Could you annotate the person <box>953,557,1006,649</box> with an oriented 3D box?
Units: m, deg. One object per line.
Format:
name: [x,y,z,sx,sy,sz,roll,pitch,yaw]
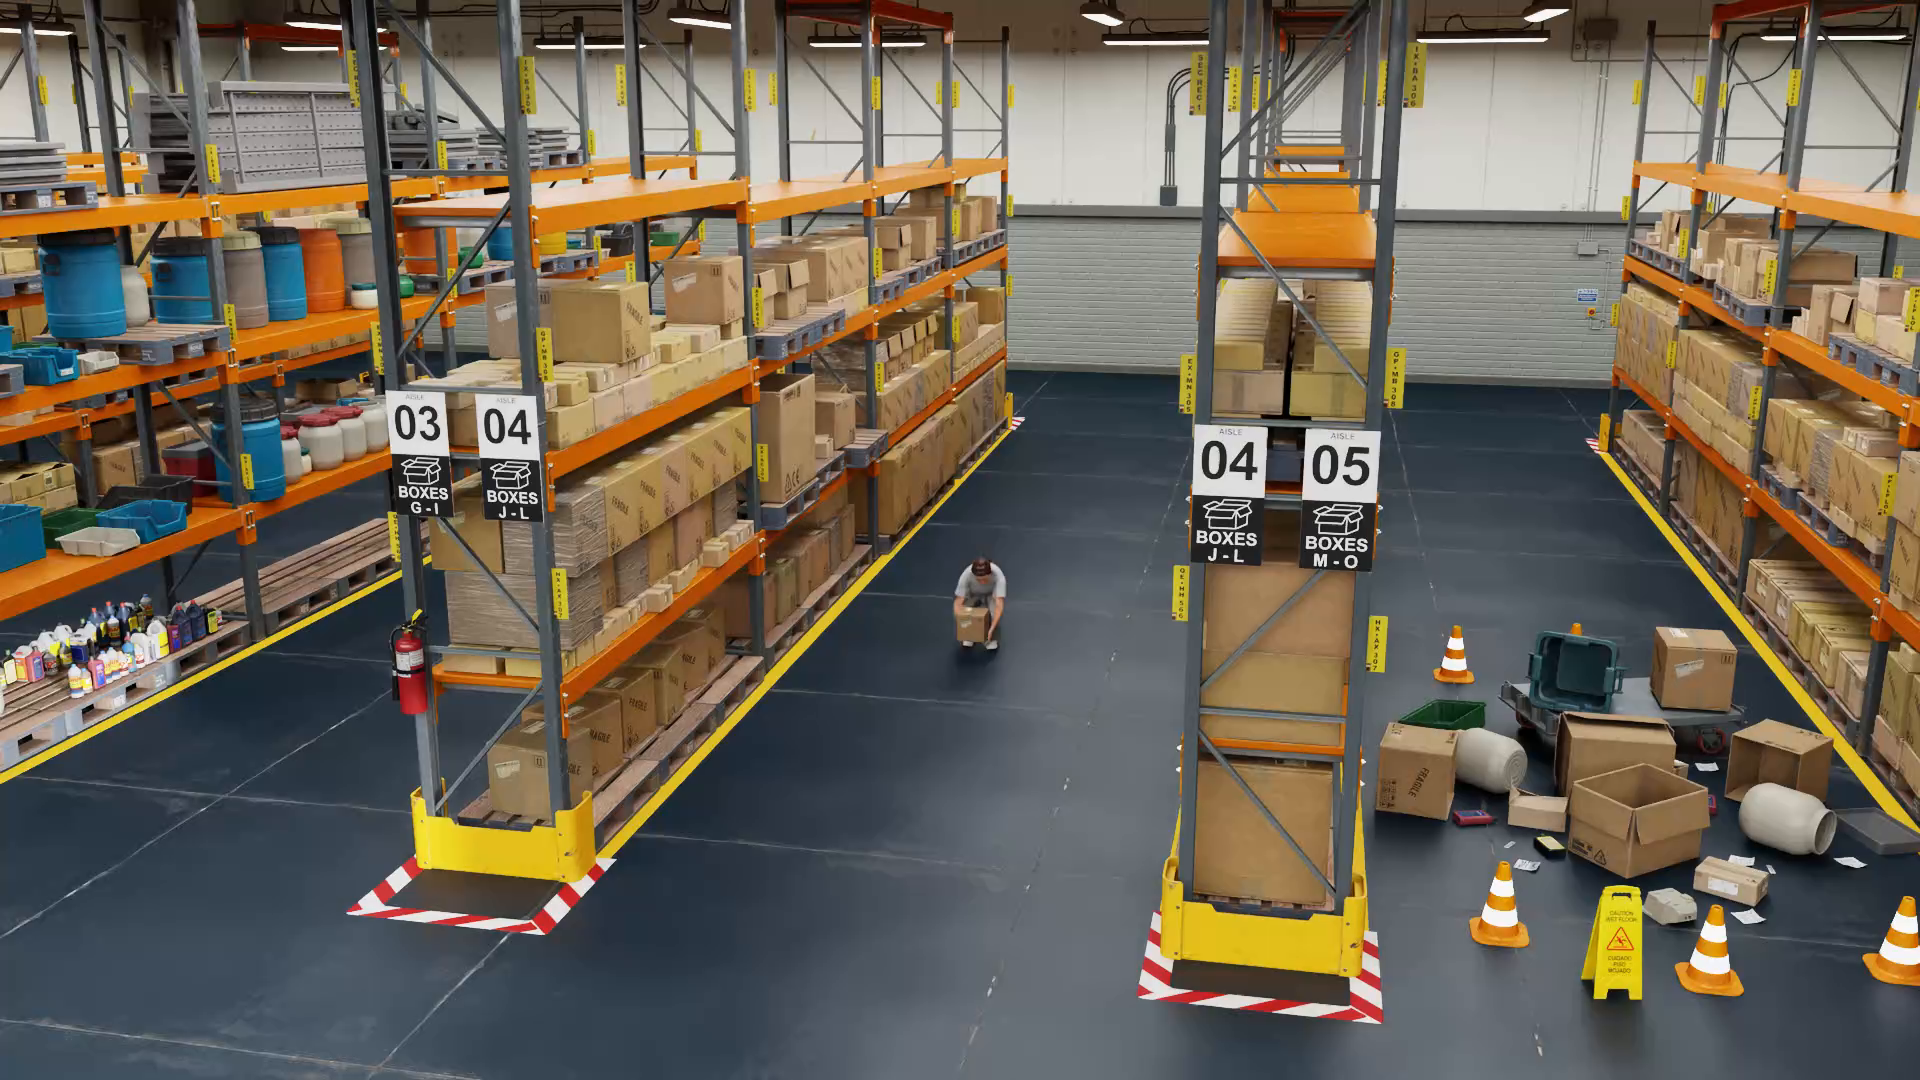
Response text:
person: [0.204,0.554,15.374,0.491,0.936,0.793,3,15,11]
